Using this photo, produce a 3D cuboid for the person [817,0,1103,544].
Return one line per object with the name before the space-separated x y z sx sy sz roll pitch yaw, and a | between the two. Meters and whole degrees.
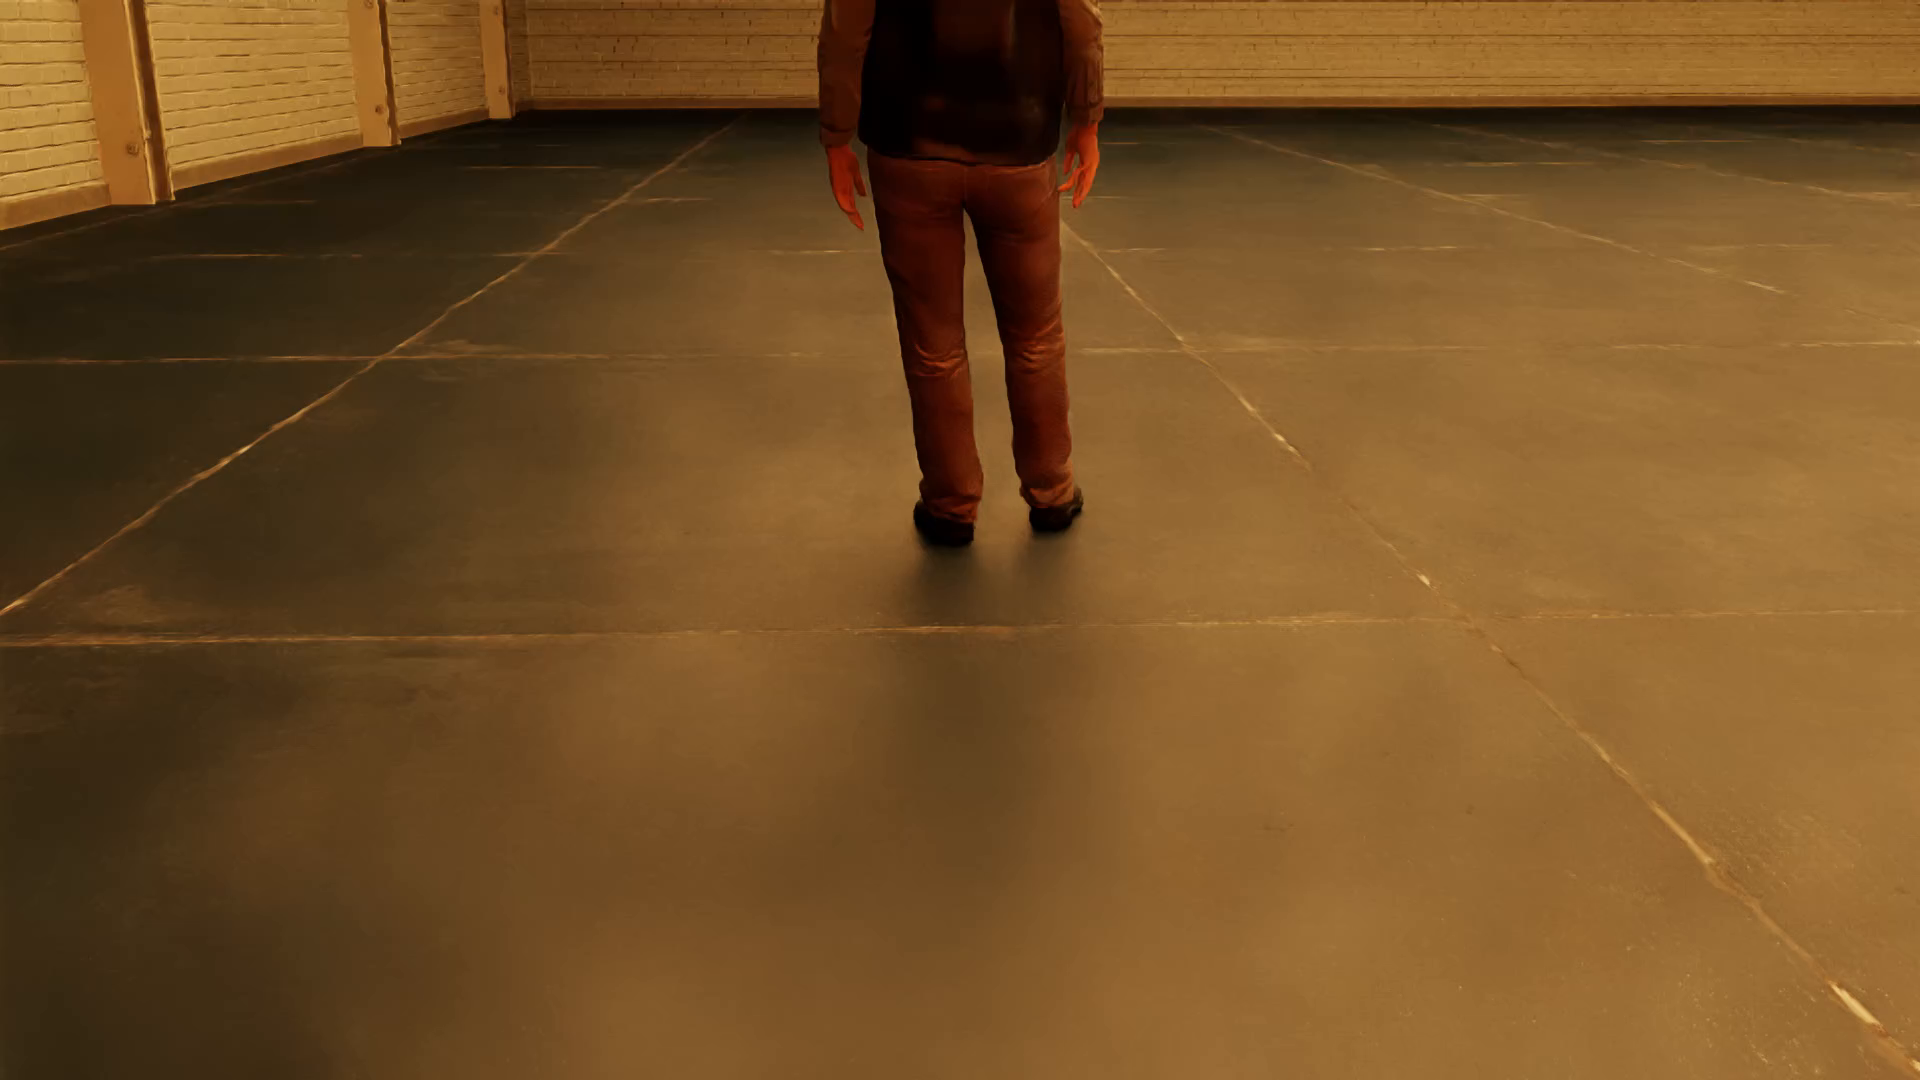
person | 0.005 -0.848 3.724 0.632 1.720 0.567 -1 17 -3
